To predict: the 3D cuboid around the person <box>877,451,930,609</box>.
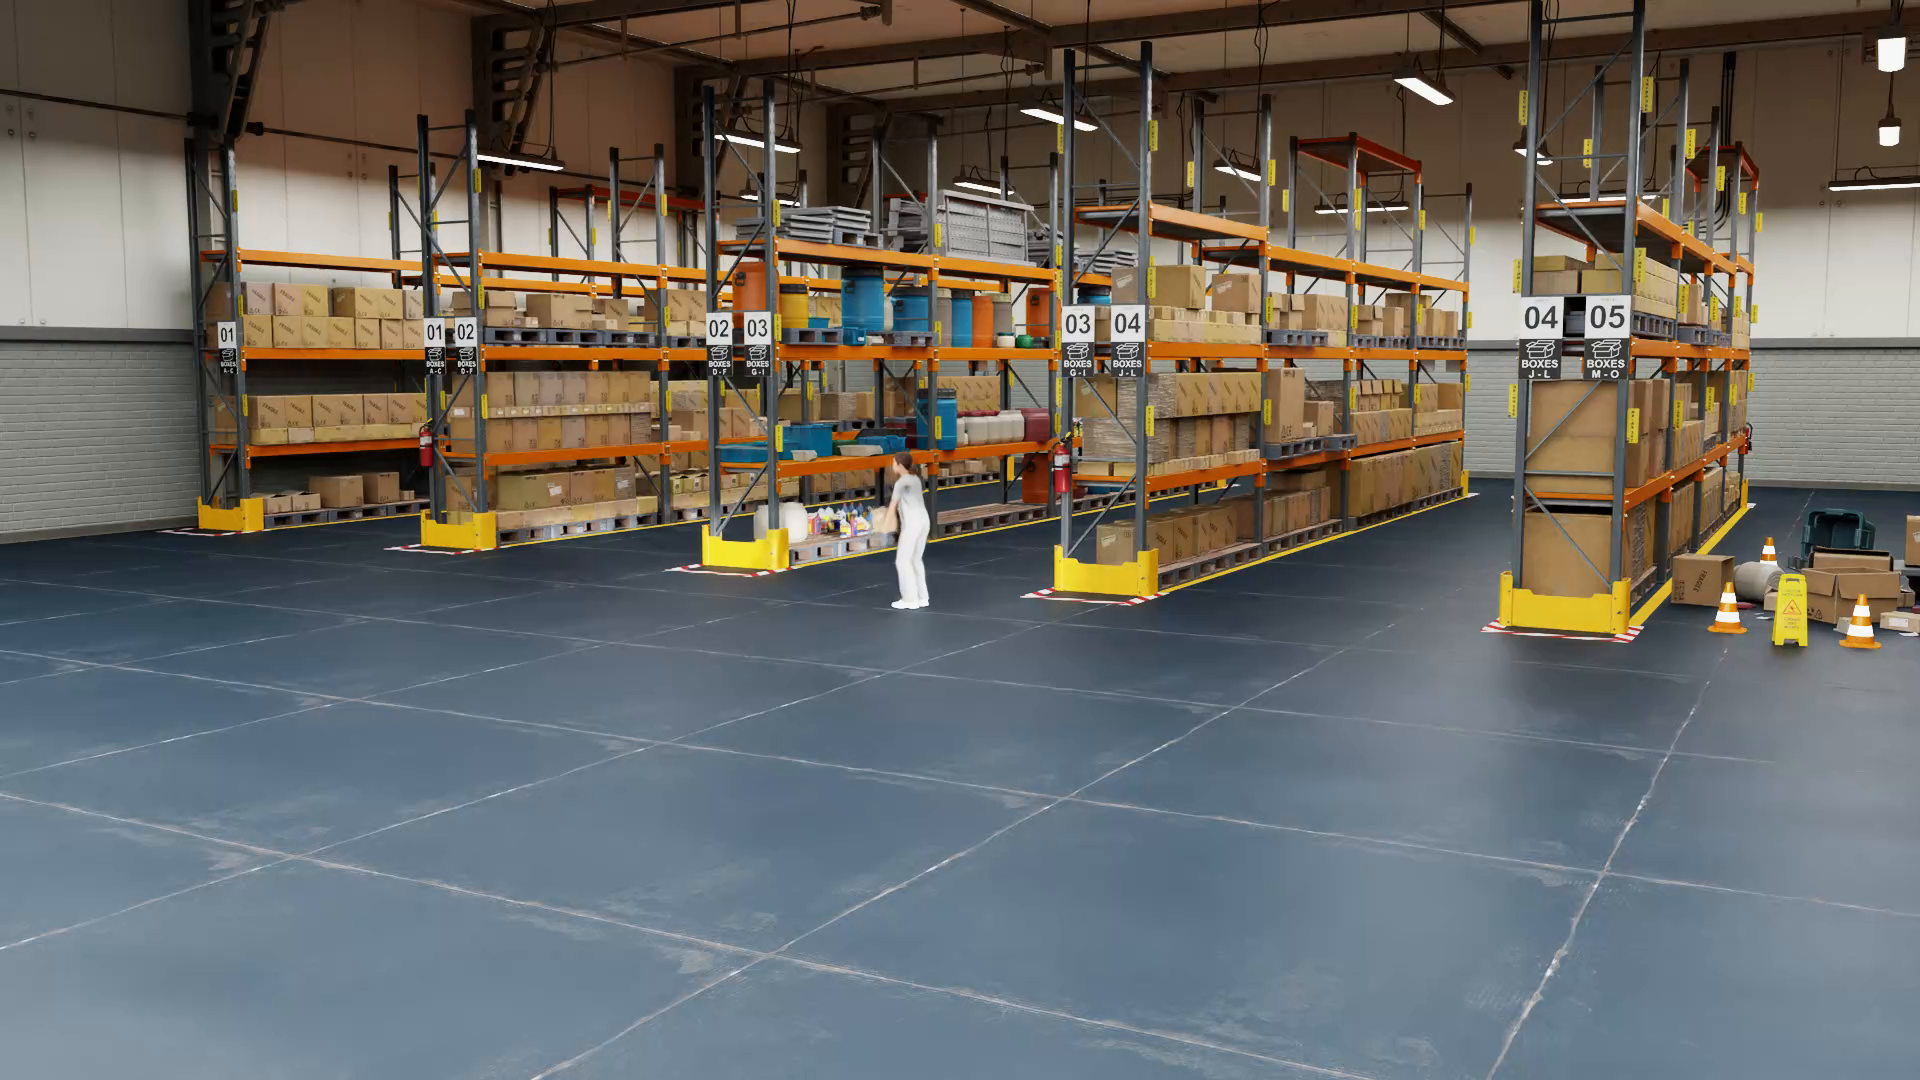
[{"bbox_3d":[-0.589,-0.114,17.534,0.519,1.656,0.411,3,7,27],"label":"person"}]
